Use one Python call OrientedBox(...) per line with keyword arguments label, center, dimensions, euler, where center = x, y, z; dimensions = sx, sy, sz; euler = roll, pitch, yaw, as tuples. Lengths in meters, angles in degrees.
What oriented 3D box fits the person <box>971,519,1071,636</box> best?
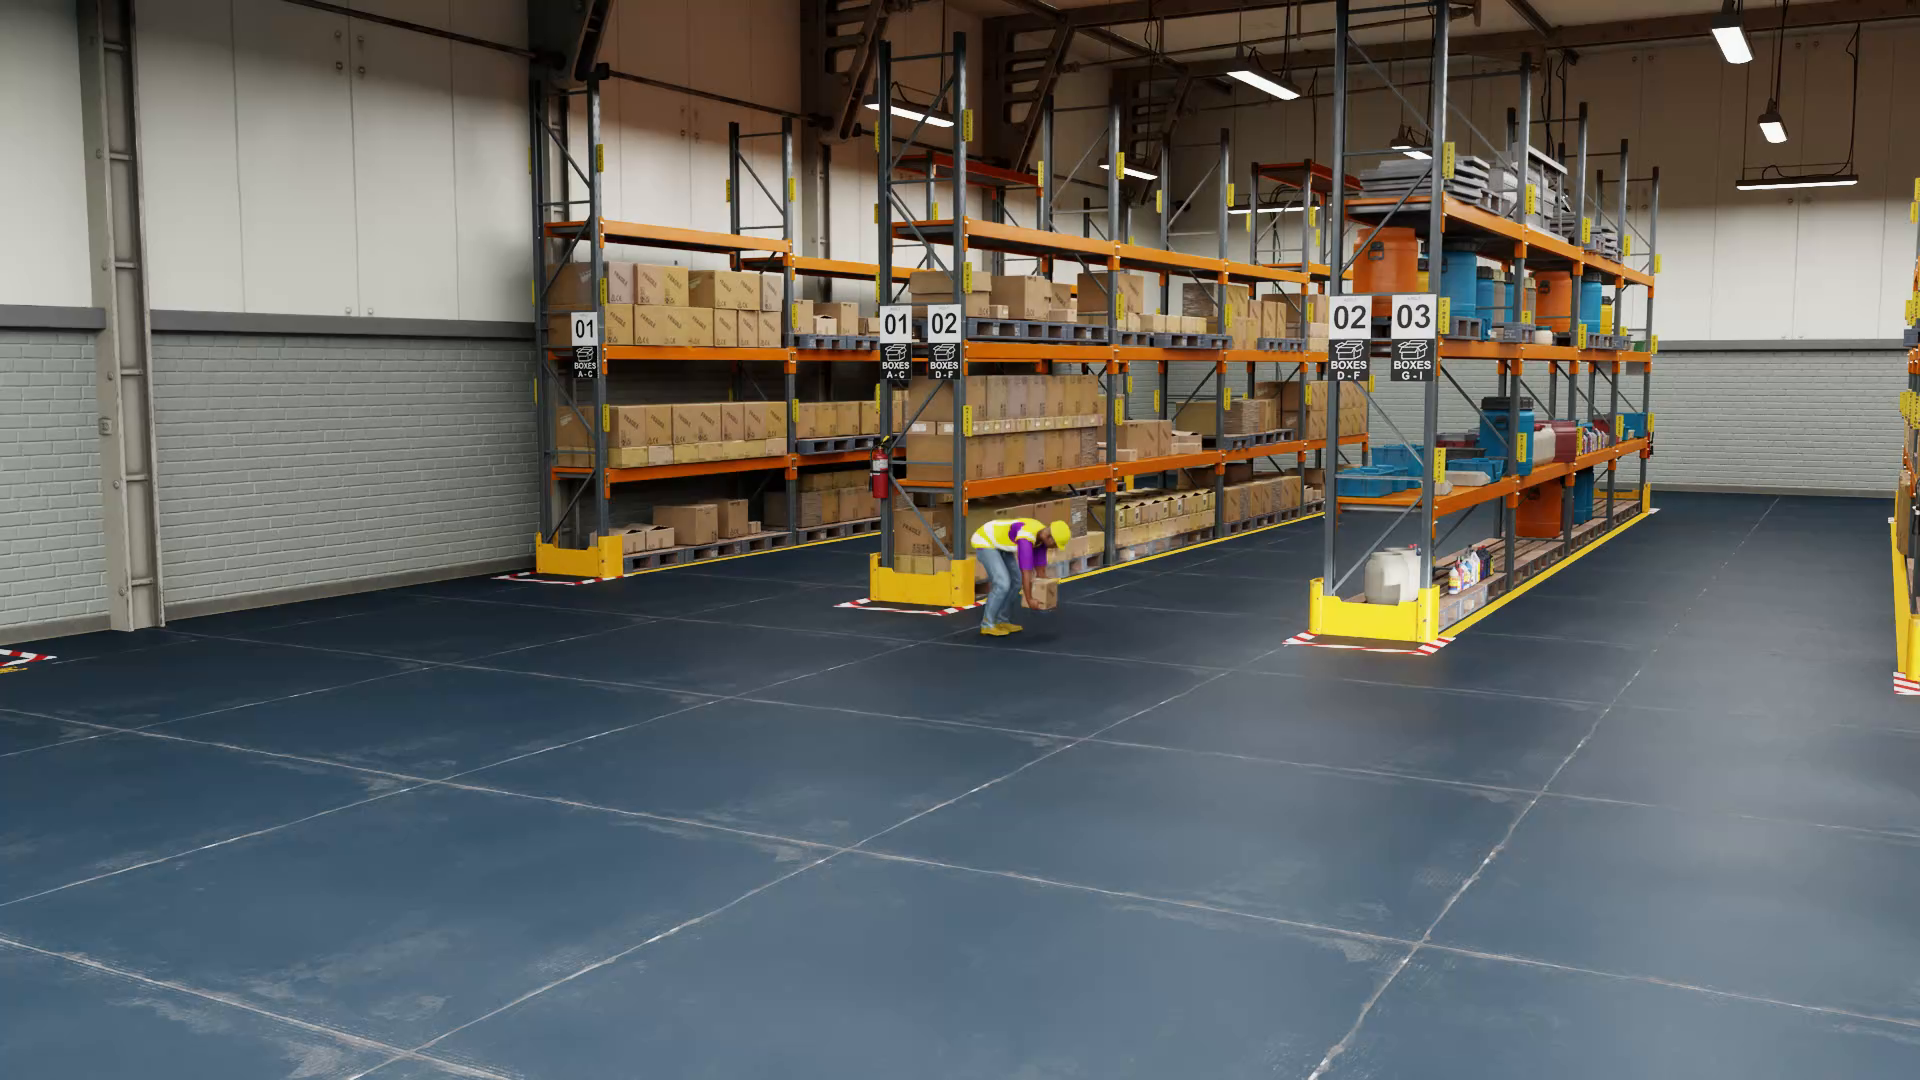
OrientedBox(label="person", center=(0.593, 0.347, 15.793), dimensions=(0.979, 1.119, 0.477), euler=(3, 7, 26))
